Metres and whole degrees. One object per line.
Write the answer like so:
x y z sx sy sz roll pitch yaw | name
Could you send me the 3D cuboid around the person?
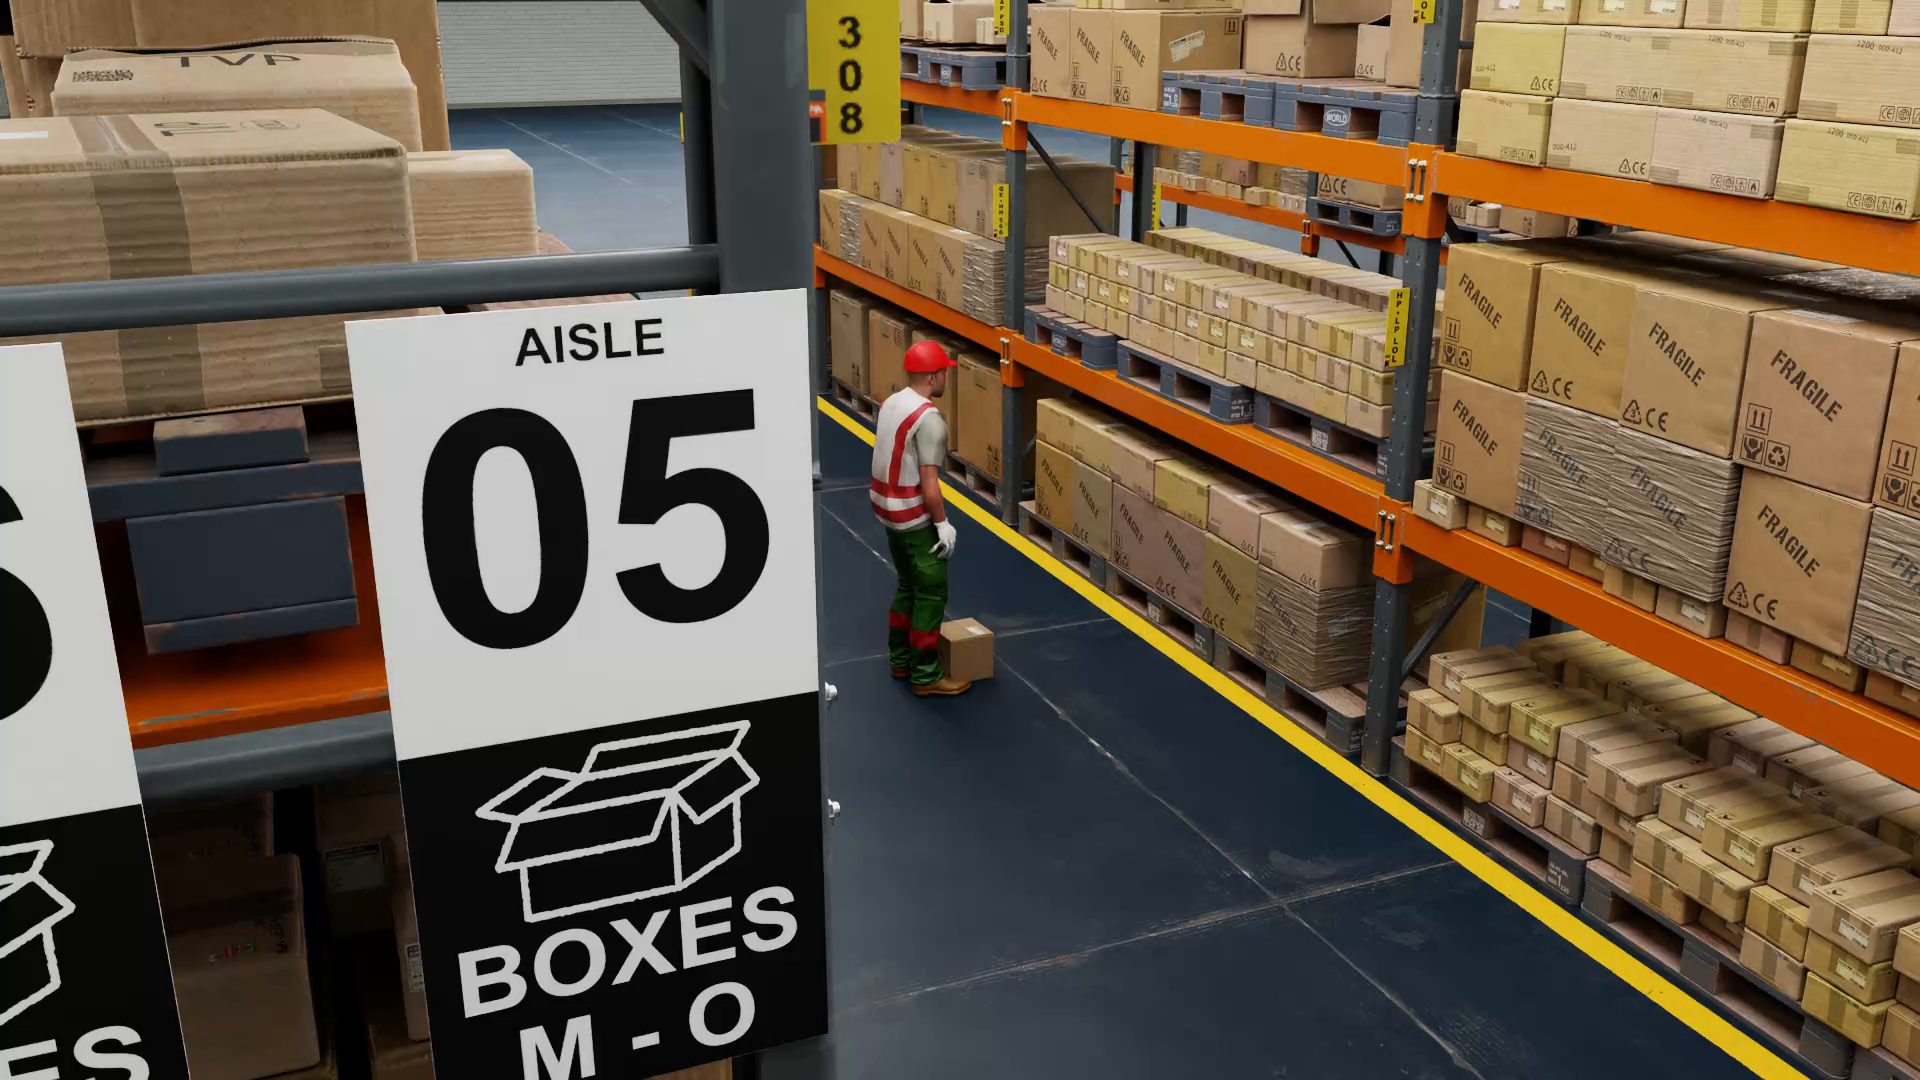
-0.205 -0.115 8.381 0.451 1.778 0.612 -9 21 -25 | person
